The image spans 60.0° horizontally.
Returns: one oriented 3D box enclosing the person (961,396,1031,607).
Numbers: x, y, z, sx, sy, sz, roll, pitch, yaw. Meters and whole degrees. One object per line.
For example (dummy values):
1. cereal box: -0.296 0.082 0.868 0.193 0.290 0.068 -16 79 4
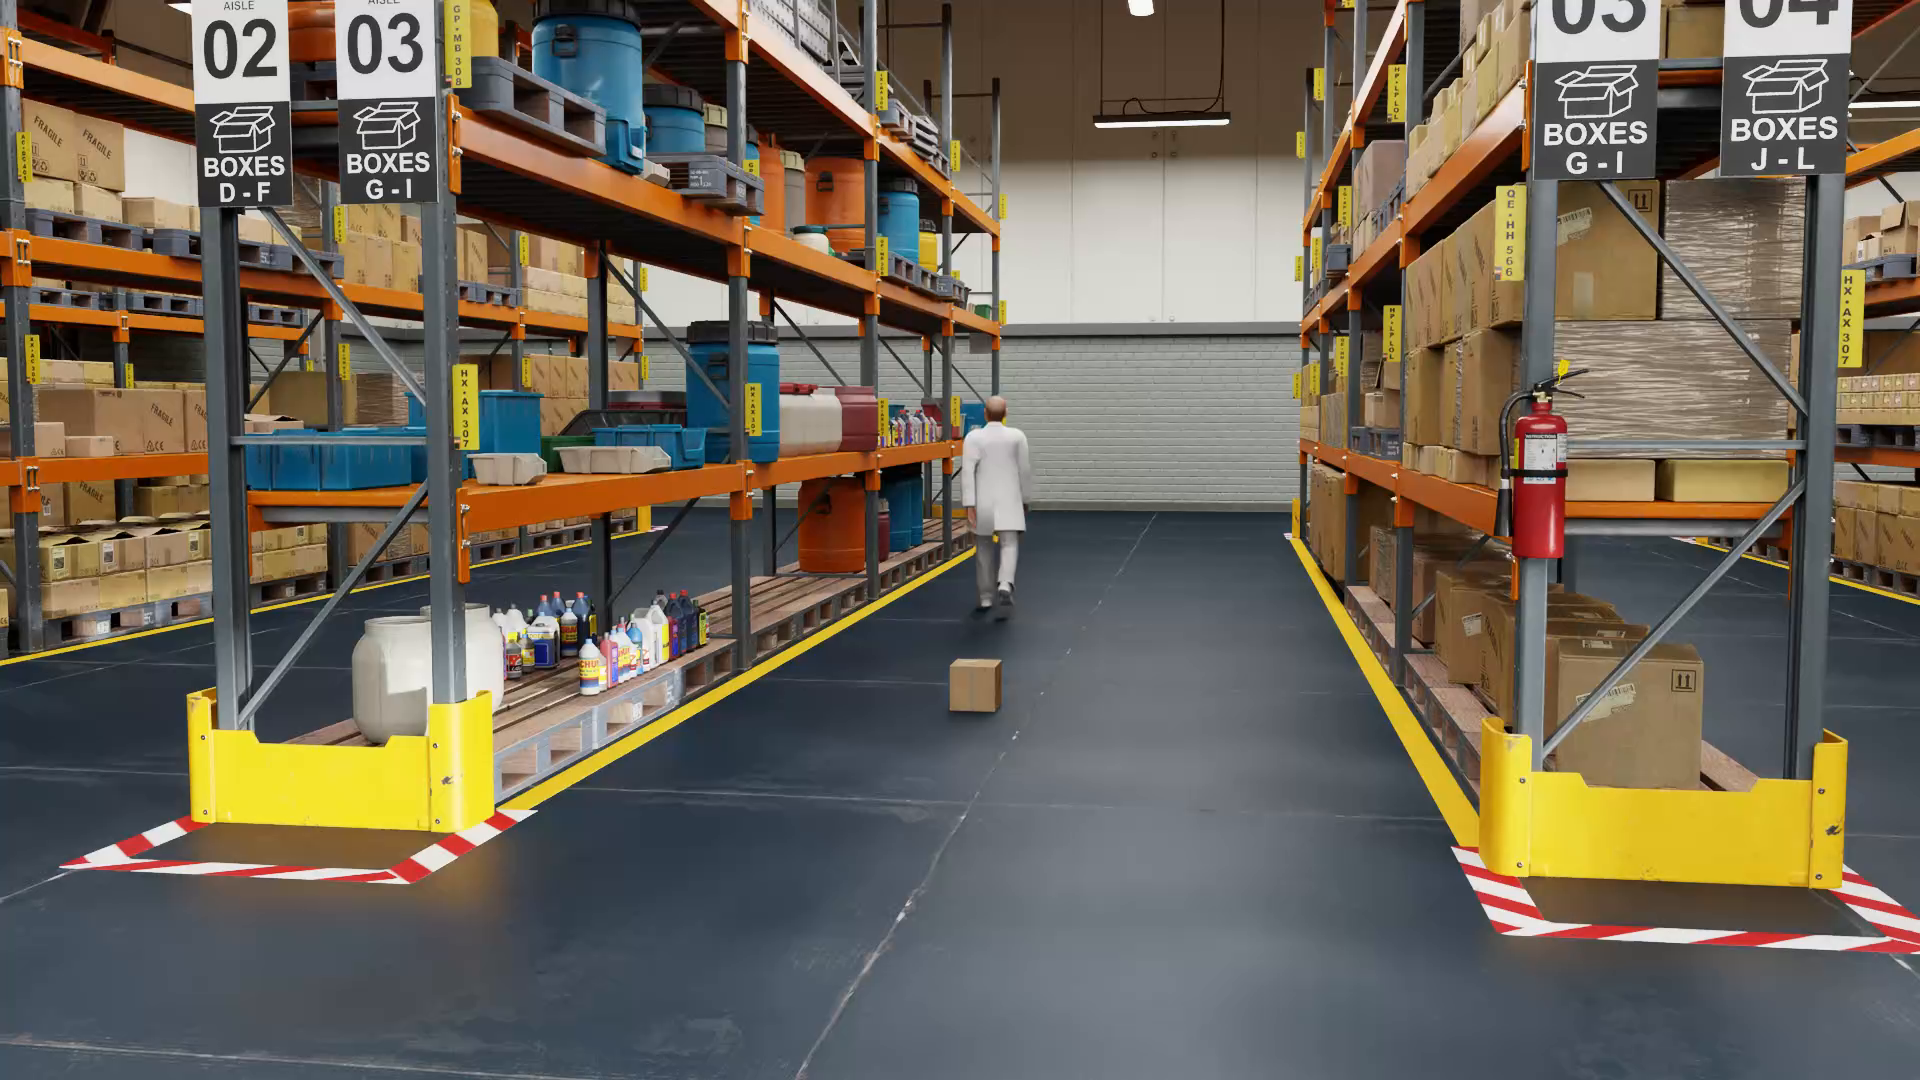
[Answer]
1. person: 0.296 -0.299 13.470 0.561 1.735 1.049 0 4 3
